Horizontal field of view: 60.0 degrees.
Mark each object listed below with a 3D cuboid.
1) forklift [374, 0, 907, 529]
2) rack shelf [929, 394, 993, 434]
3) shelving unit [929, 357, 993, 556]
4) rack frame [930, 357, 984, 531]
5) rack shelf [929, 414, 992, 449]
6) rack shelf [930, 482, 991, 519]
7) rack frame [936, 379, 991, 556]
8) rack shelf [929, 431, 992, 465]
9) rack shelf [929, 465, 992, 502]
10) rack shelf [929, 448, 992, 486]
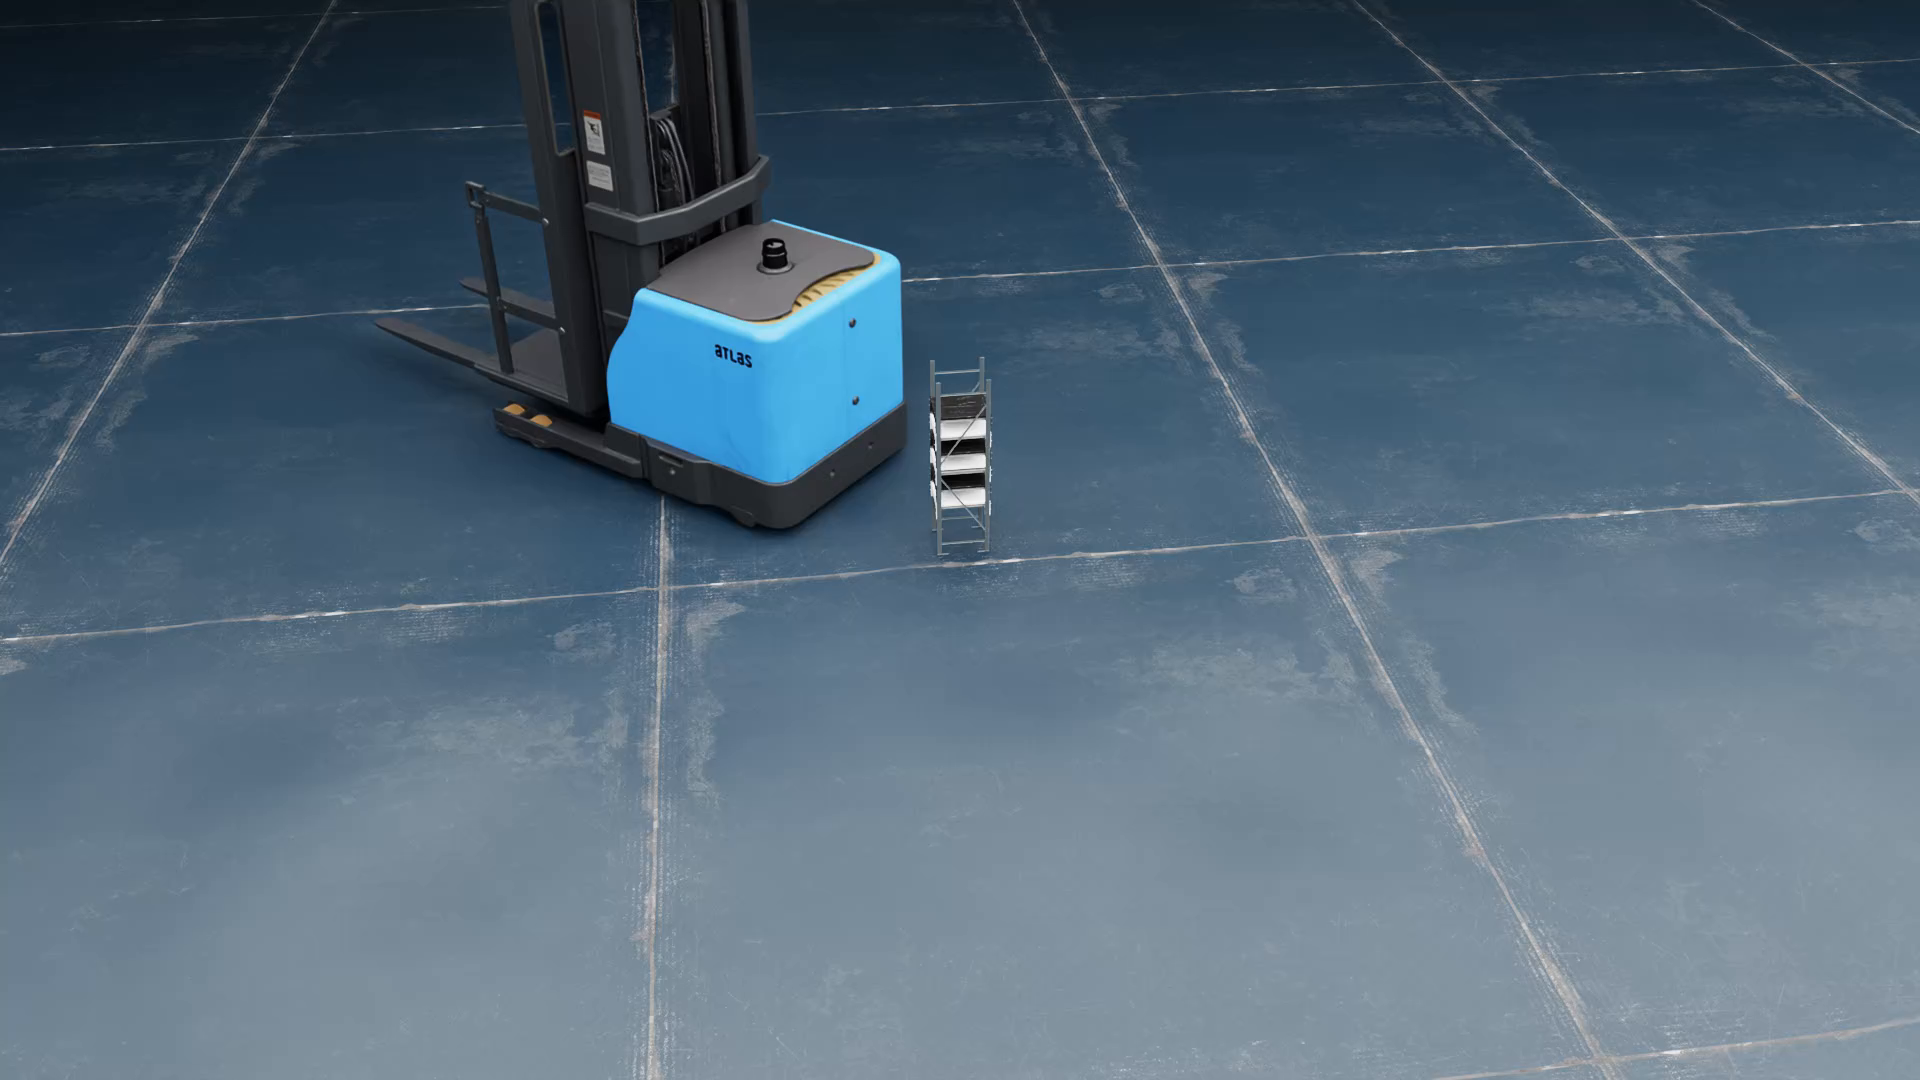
[{"bbox_3d":[-1.772,-1.902,7.939,3.031,2.935,1.130,21,39,28],"label":"forklift"},{"bbox_3d":[0.001,-0.563,7.357,0.258,0.077,0.200,-4,35,-6],"label":"rack shelf"},{"bbox_3d":[0.001,-0.367,7.490,0.258,0.900,0.210,-4,35,-6],"label":"shelving unit"},{"bbox_3d":[-0.013,-0.424,7.573,0.240,0.900,0.006,-4,35,-6],"label":"rack frame"},{"bbox_3d":[0.001,-0.489,7.407,0.258,0.077,0.200,-4,35,-6],"label":"rack shelf"},{"bbox_3d":[0.001,-0.191,7.610,0.258,0.077,0.200,-4,35,-6],"label":"rack shelf"},{"bbox_3d":[0.015,-0.311,7.407,0.240,0.900,0.006,-4,35,-6],"label":"rack frame"},{"bbox_3d":[0.001,-0.414,7.458,0.258,0.077,0.200,-4,35,-6],"label":"rack shelf"},{"bbox_3d":[0.001,-0.265,7.559,0.258,0.077,0.200,-4,35,-6],"label":"rack shelf"},{"bbox_3d":[0.001,-0.340,7.509,0.258,0.077,0.200,-4,35,-6],"label":"rack shelf"}]
